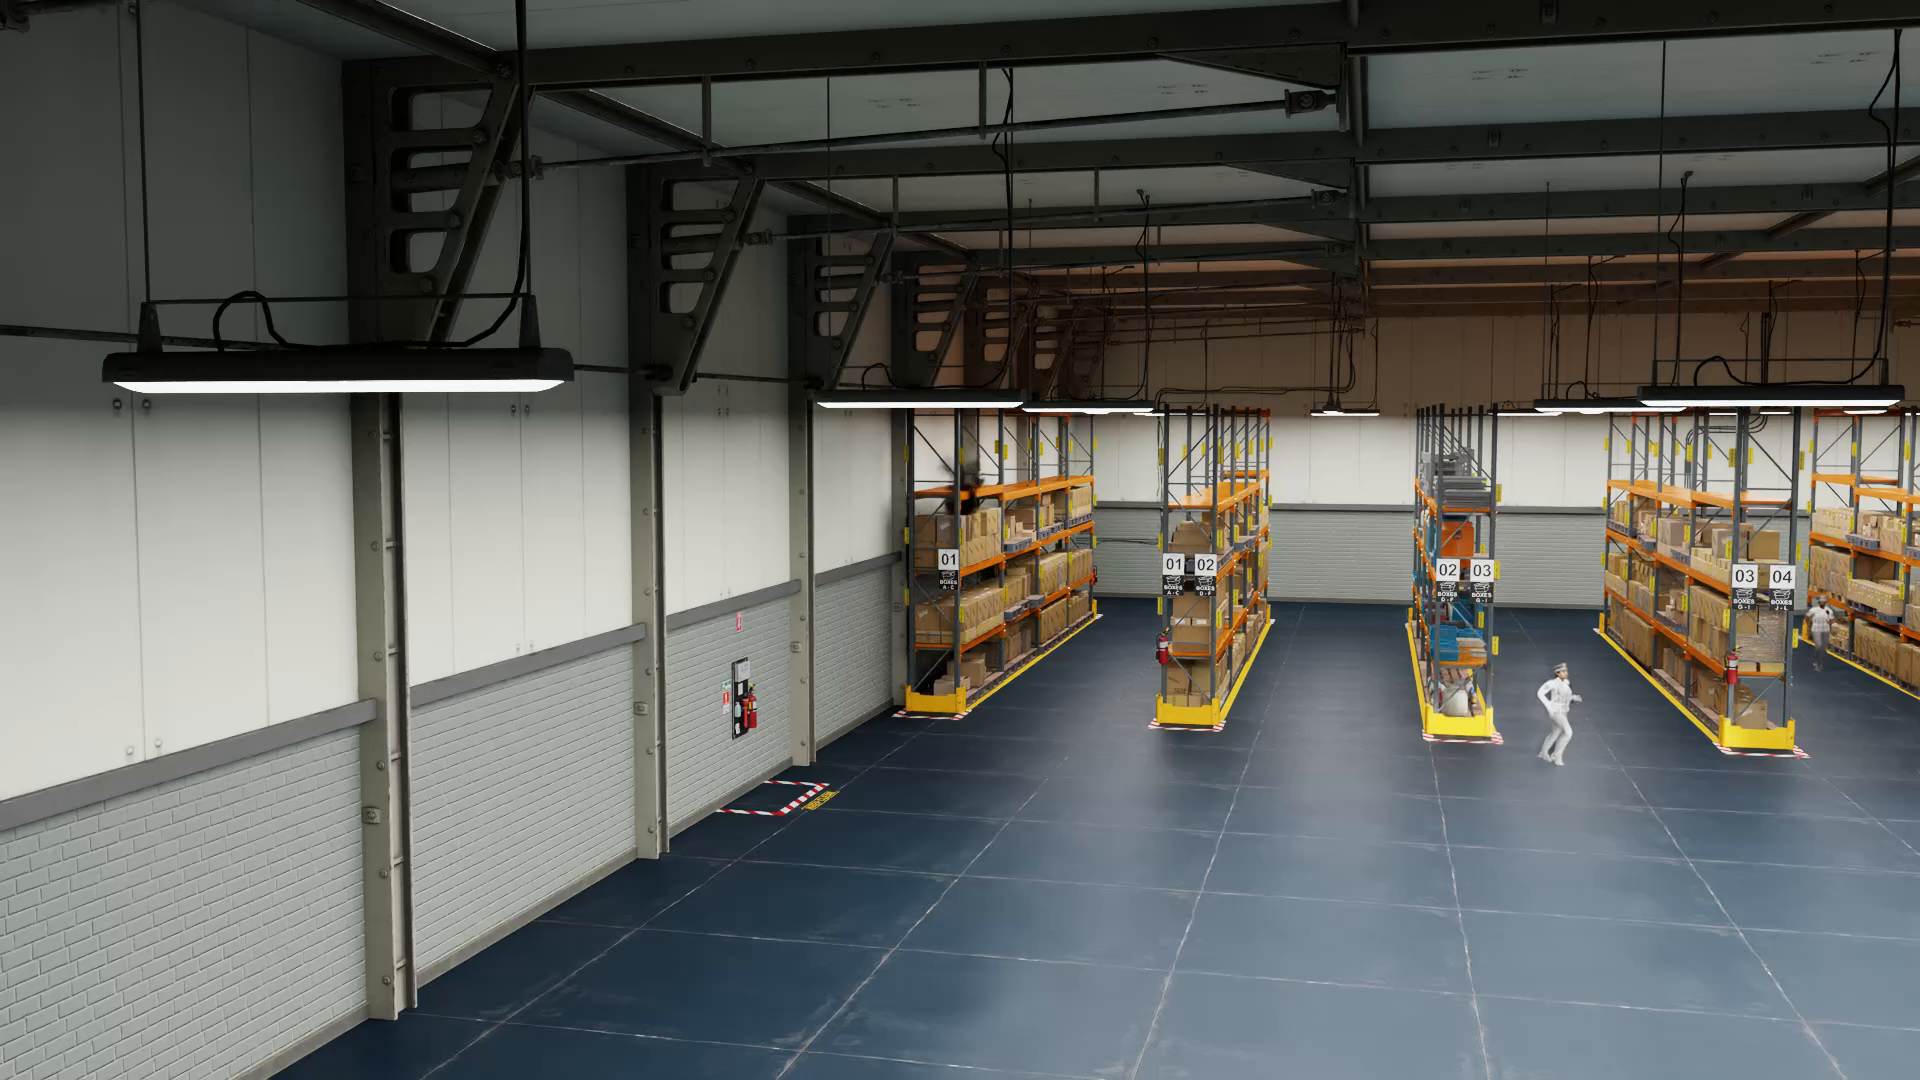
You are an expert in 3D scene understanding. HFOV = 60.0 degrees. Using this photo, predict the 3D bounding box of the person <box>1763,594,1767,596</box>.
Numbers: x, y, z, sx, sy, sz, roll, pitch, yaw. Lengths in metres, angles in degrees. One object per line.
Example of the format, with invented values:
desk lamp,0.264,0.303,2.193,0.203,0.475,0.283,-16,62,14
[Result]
person,21.189,1.696,44.392,0.868,1.578,0.771,0,4,-1

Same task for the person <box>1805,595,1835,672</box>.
person,19.575,2.129,37.832,0.543,1.758,0.755,0,4,7

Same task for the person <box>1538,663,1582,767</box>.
person,9.934,2.890,27.535,0.560,1.736,0.693,-4,6,-41
